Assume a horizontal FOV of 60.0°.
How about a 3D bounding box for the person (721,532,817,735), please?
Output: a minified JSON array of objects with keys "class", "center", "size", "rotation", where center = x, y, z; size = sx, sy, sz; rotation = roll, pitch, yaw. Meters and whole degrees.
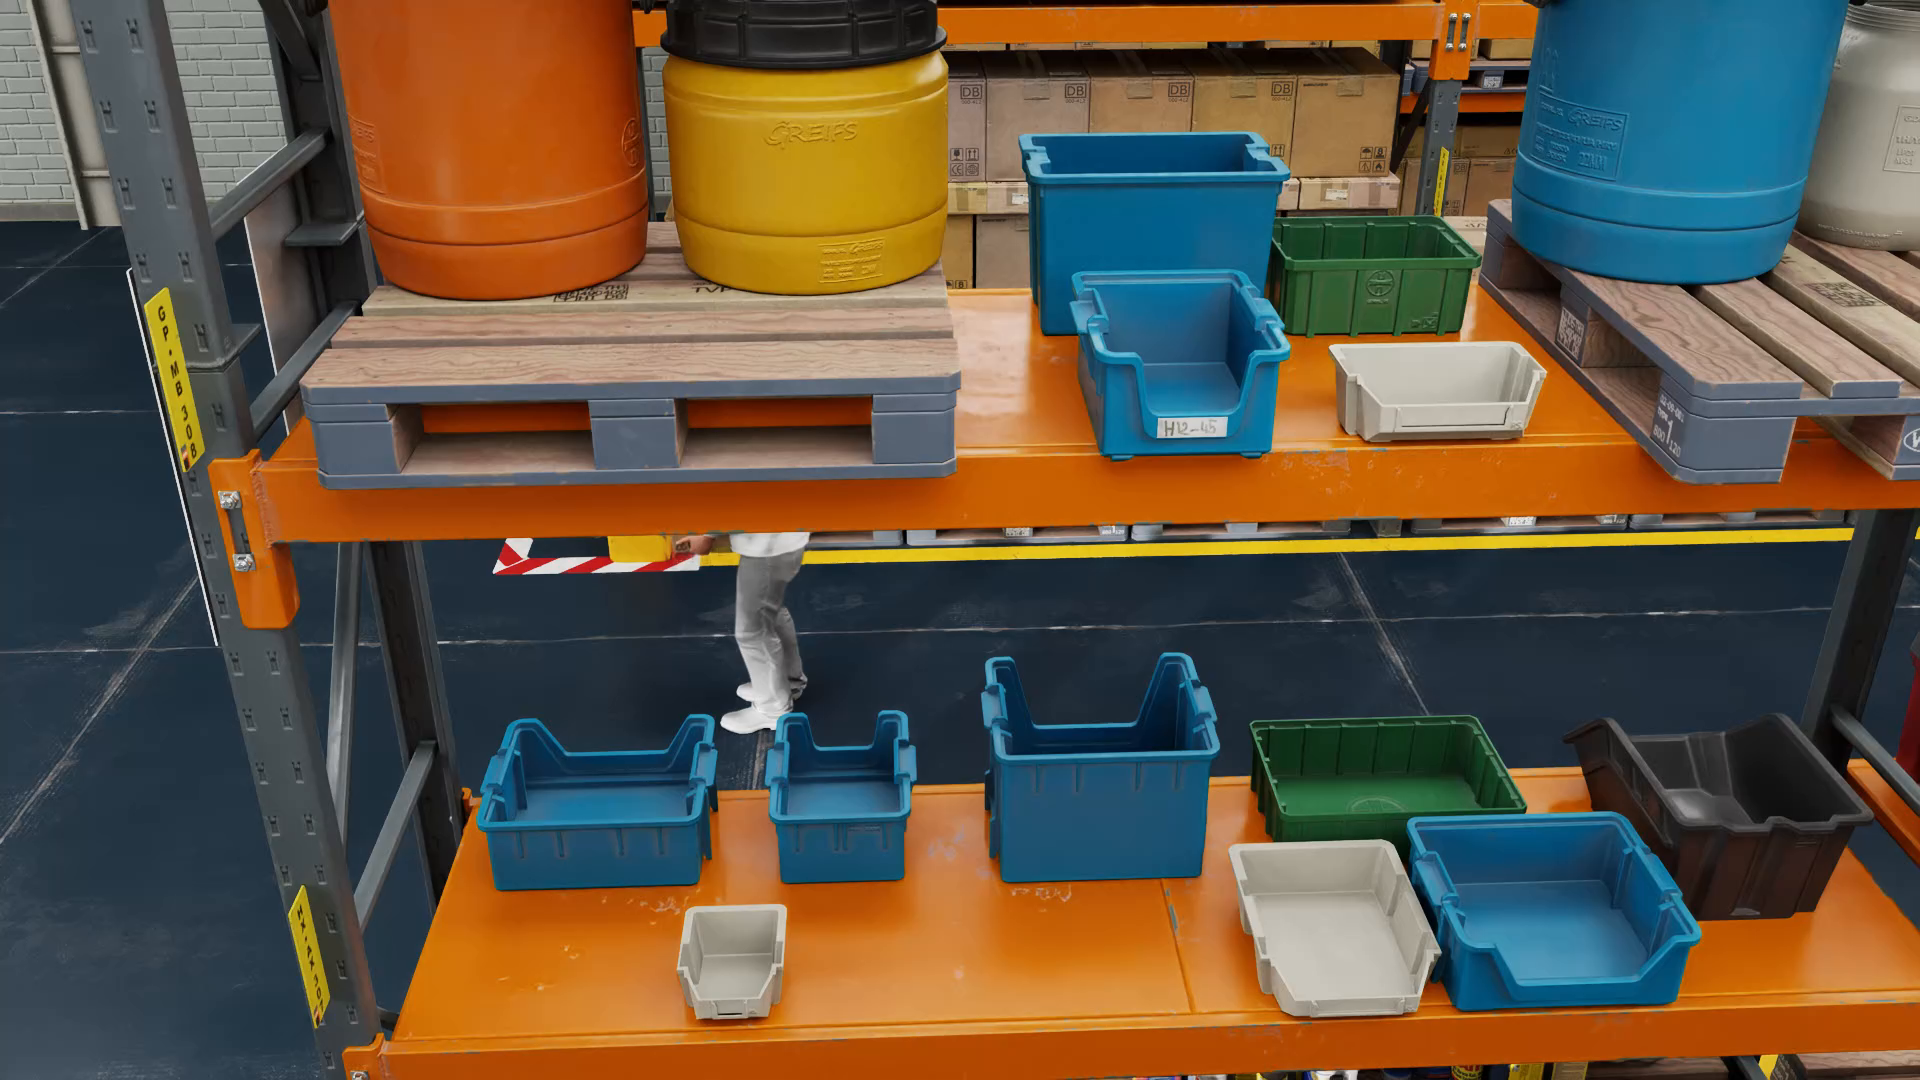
[{"class":"person","center":[-0.835,0.001,7.088],"size":[0.473,1.771,0.594],"rotation":[-3,28,-6]}]
